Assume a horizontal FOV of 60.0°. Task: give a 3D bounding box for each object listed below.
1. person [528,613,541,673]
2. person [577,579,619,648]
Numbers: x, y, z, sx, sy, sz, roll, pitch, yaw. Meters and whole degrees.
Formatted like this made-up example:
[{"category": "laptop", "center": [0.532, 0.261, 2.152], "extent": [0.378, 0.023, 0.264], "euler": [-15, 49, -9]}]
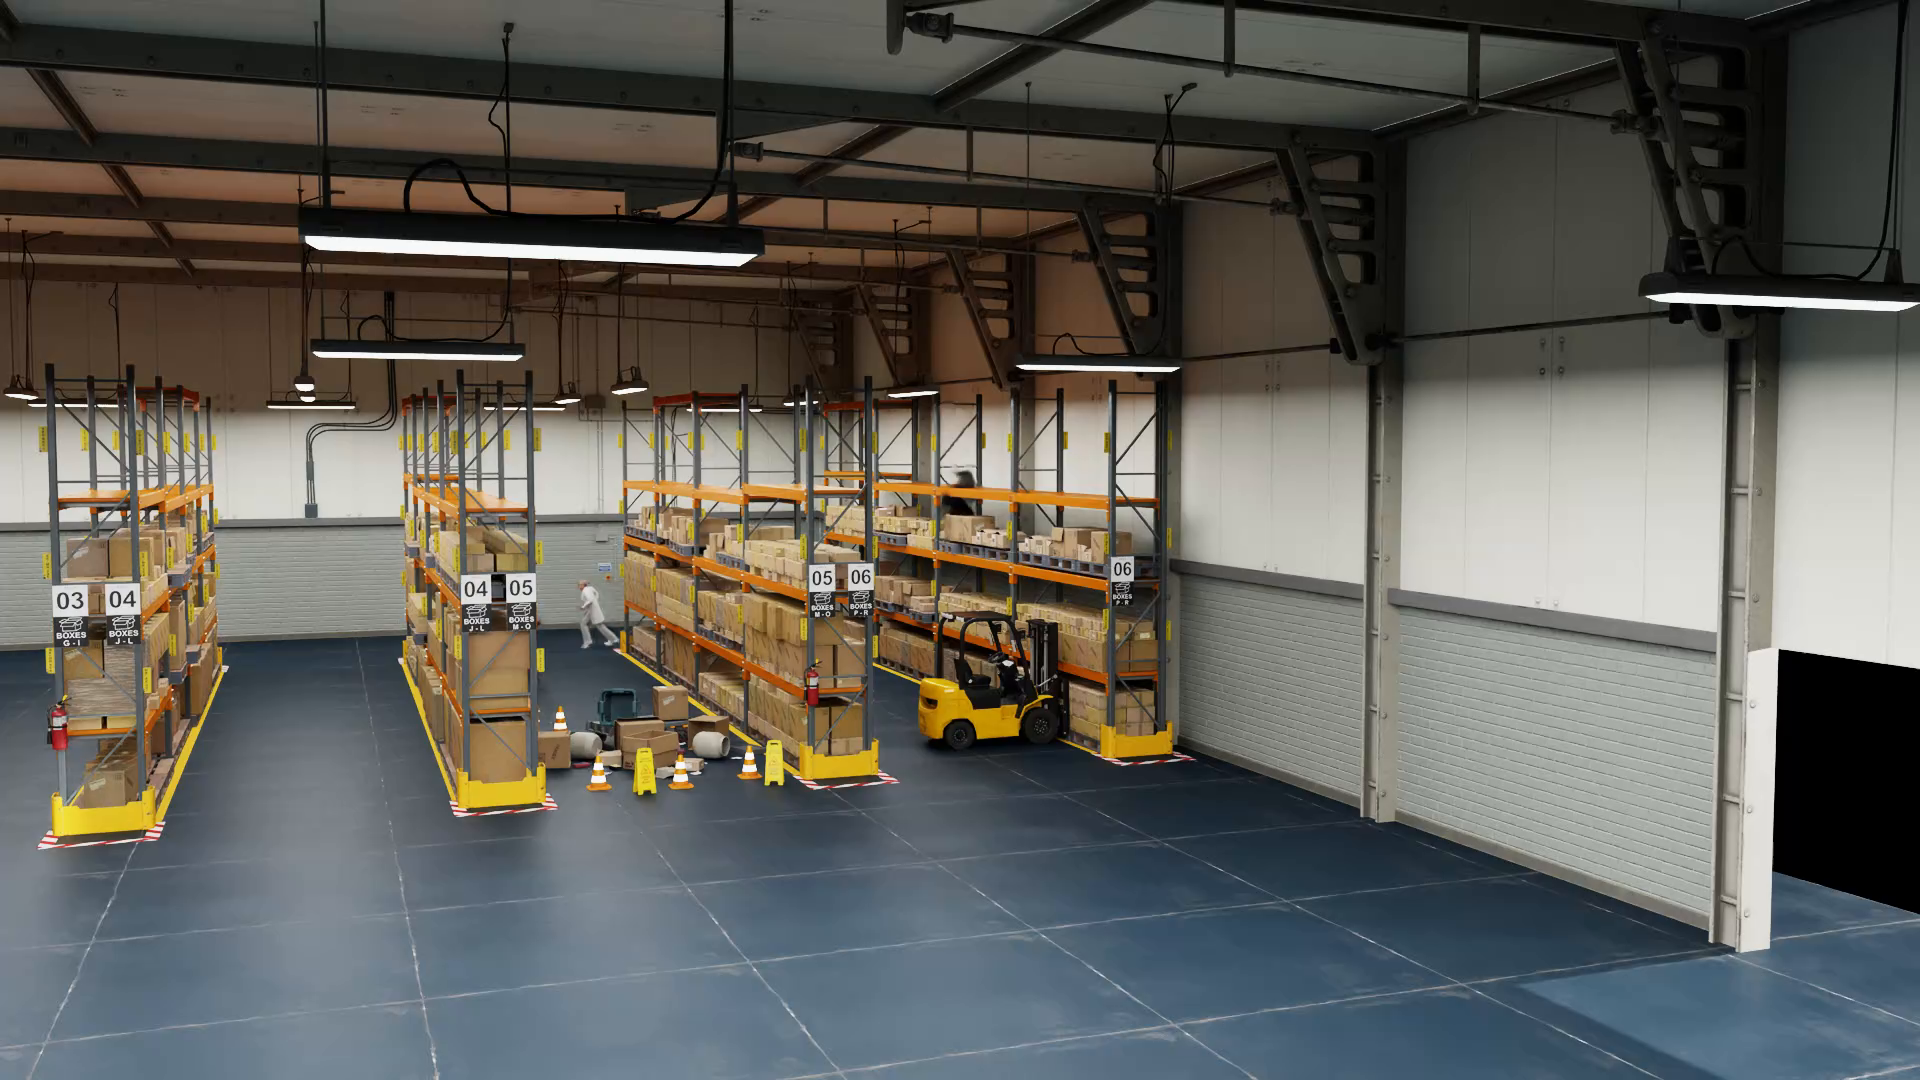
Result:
[{"category": "person", "center": [-9.333, 2.089, 35.807], "extent": [0.617, 1.665, 0.935], "euler": [-1, 3, -17]}, {"category": "person", "center": [-8.845, 1.822, 40.645], "extent": [0.967, 1.731, 0.729], "euler": [-1, 3, -10]}]
